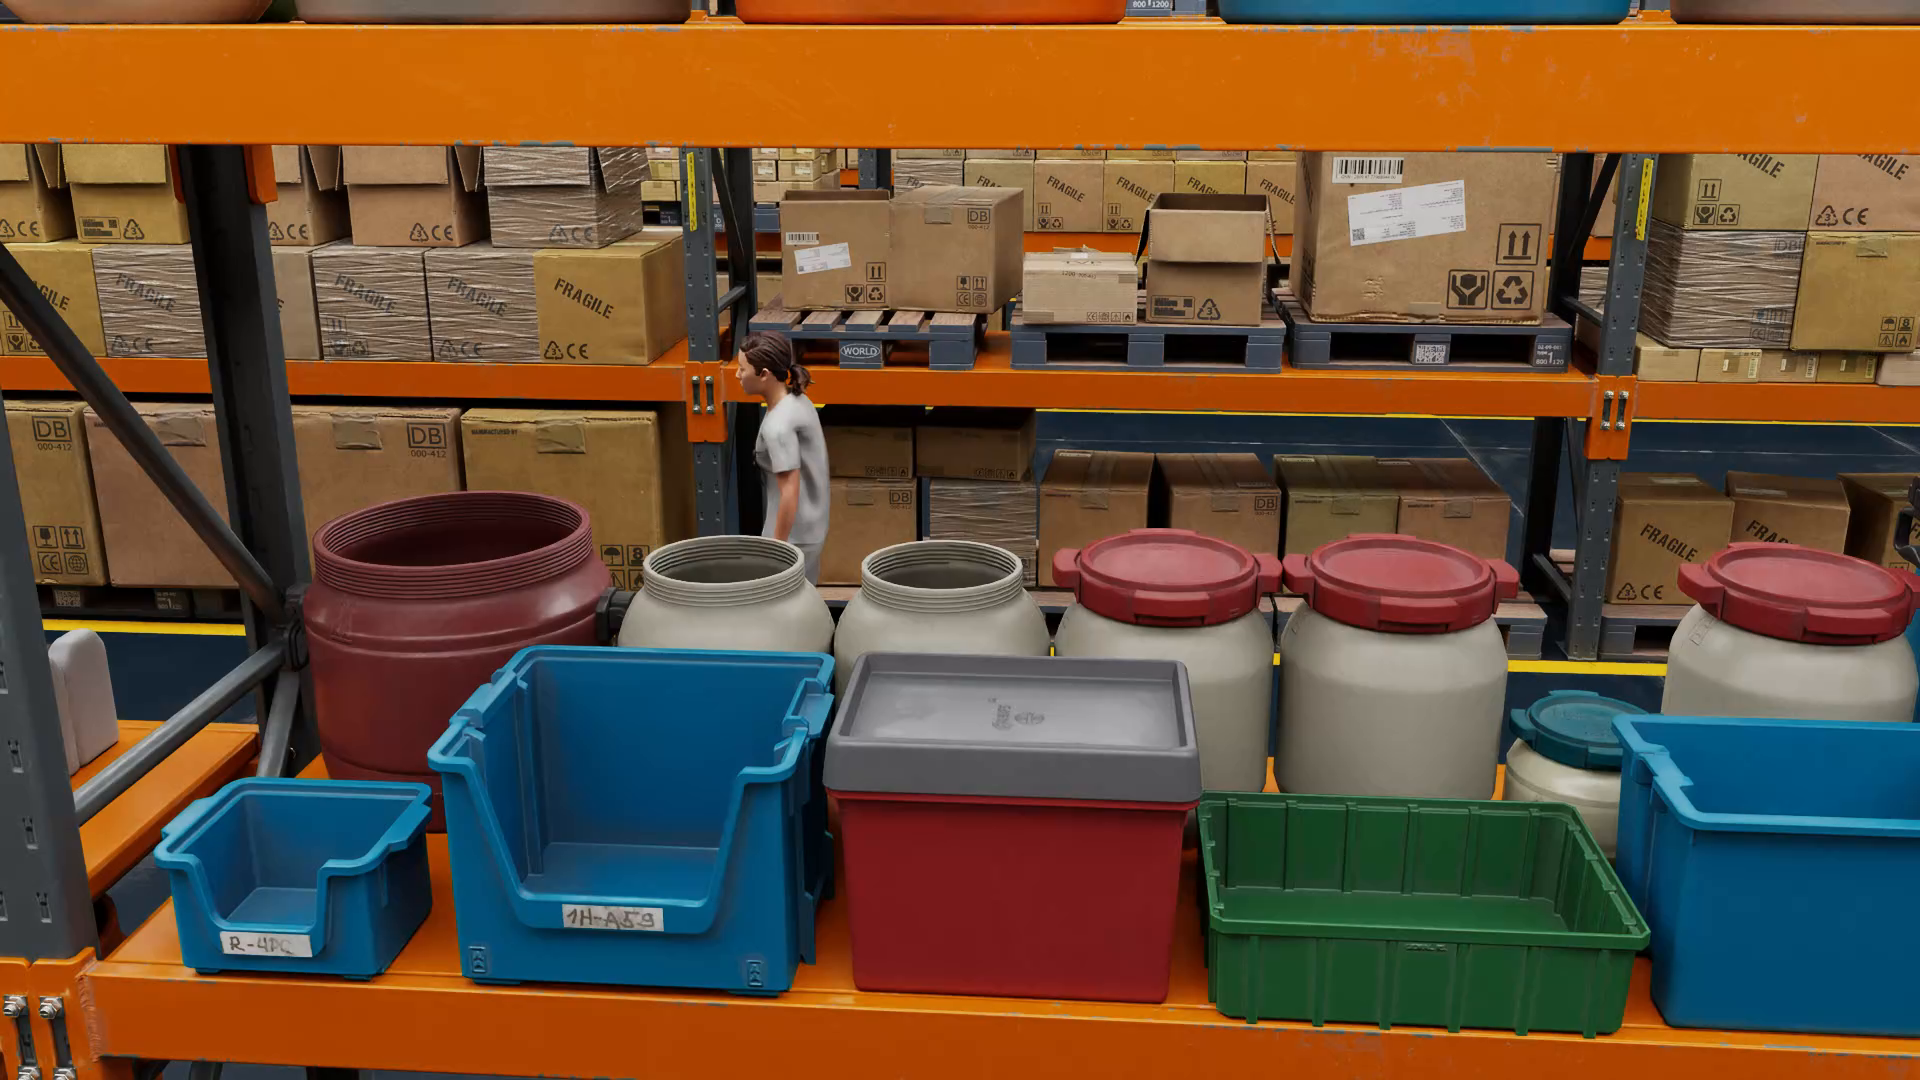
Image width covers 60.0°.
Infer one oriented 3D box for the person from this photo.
[{"bbox_3d":[-0.719,-0.011,6.588,0.414,1.672,0.514,0,18,1],"label":"person"}]
